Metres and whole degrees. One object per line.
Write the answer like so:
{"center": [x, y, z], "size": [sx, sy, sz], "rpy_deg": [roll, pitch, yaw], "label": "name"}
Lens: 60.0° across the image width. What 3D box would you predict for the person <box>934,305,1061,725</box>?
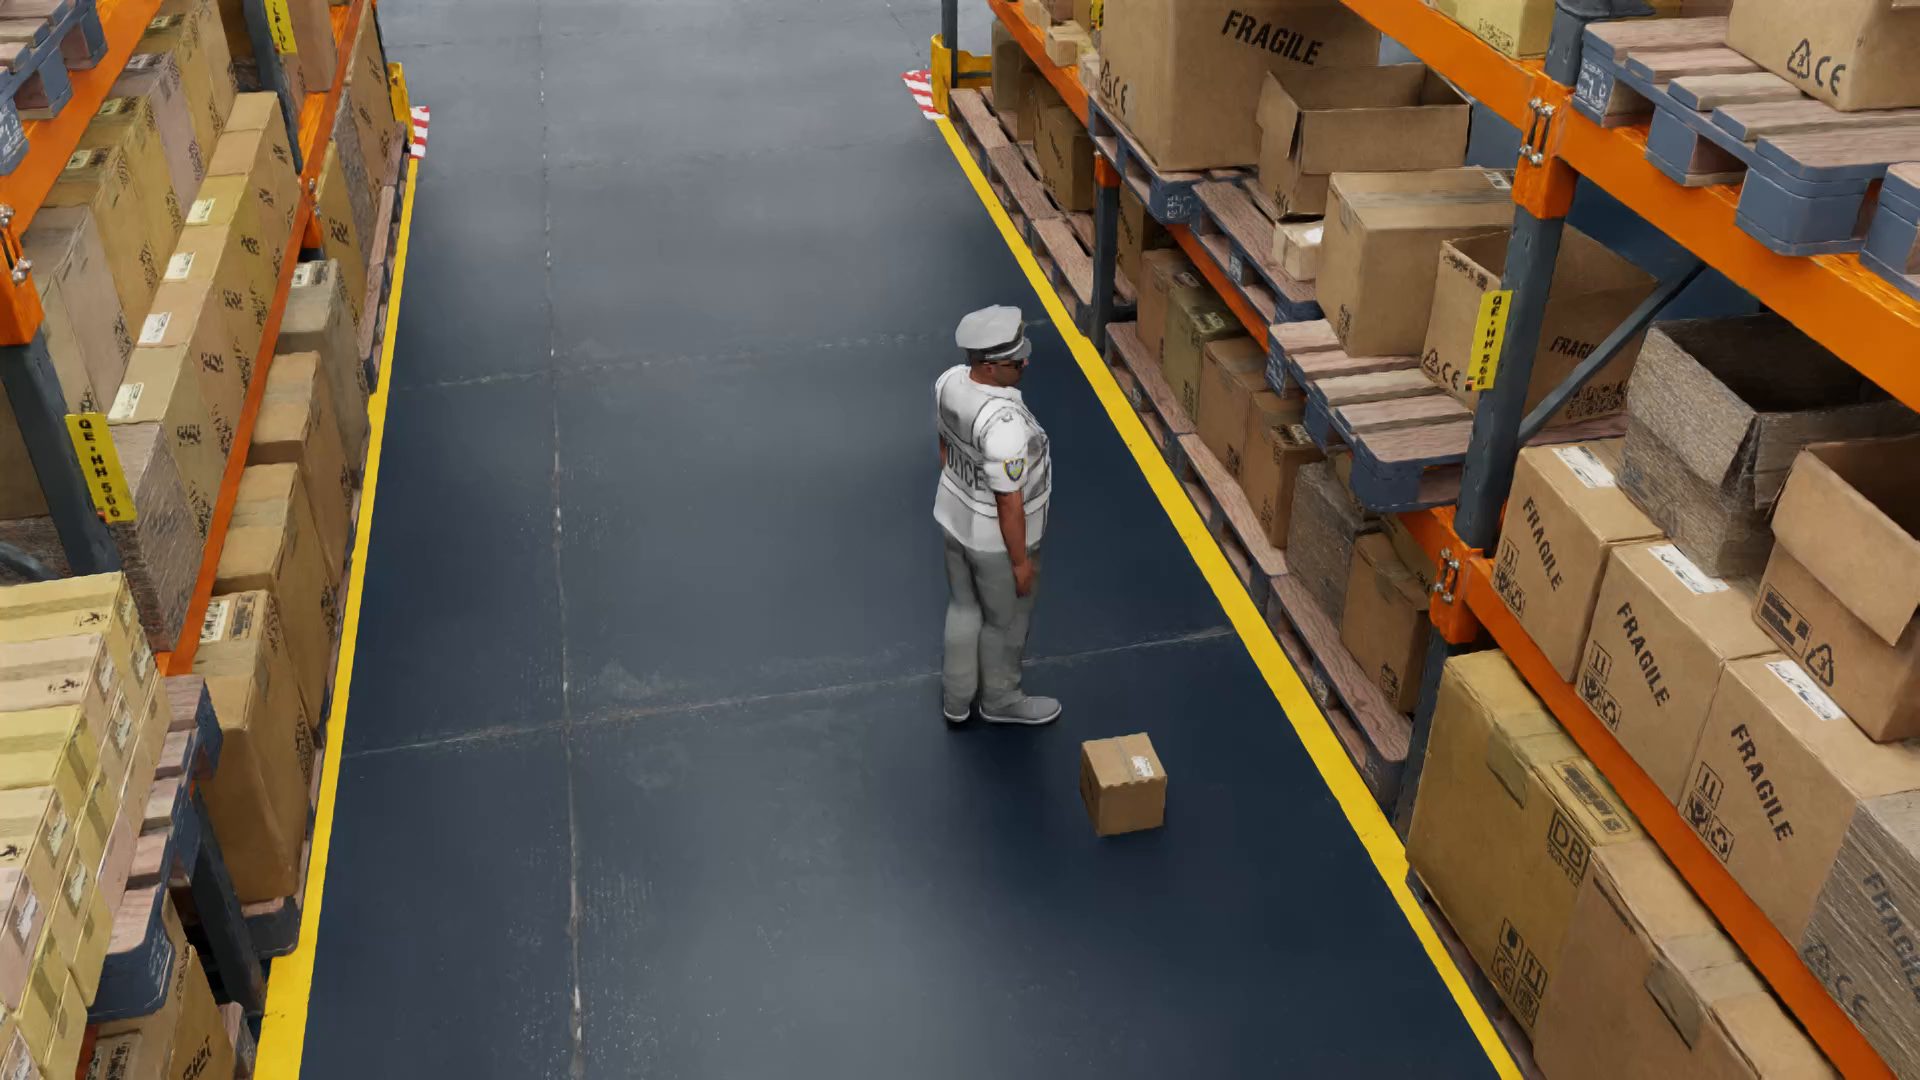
{"center": [0.122, -0.067, 6.207], "size": [0.441, 1.765, 0.580], "rpy_deg": [-20, 39, -26], "label": "person"}
